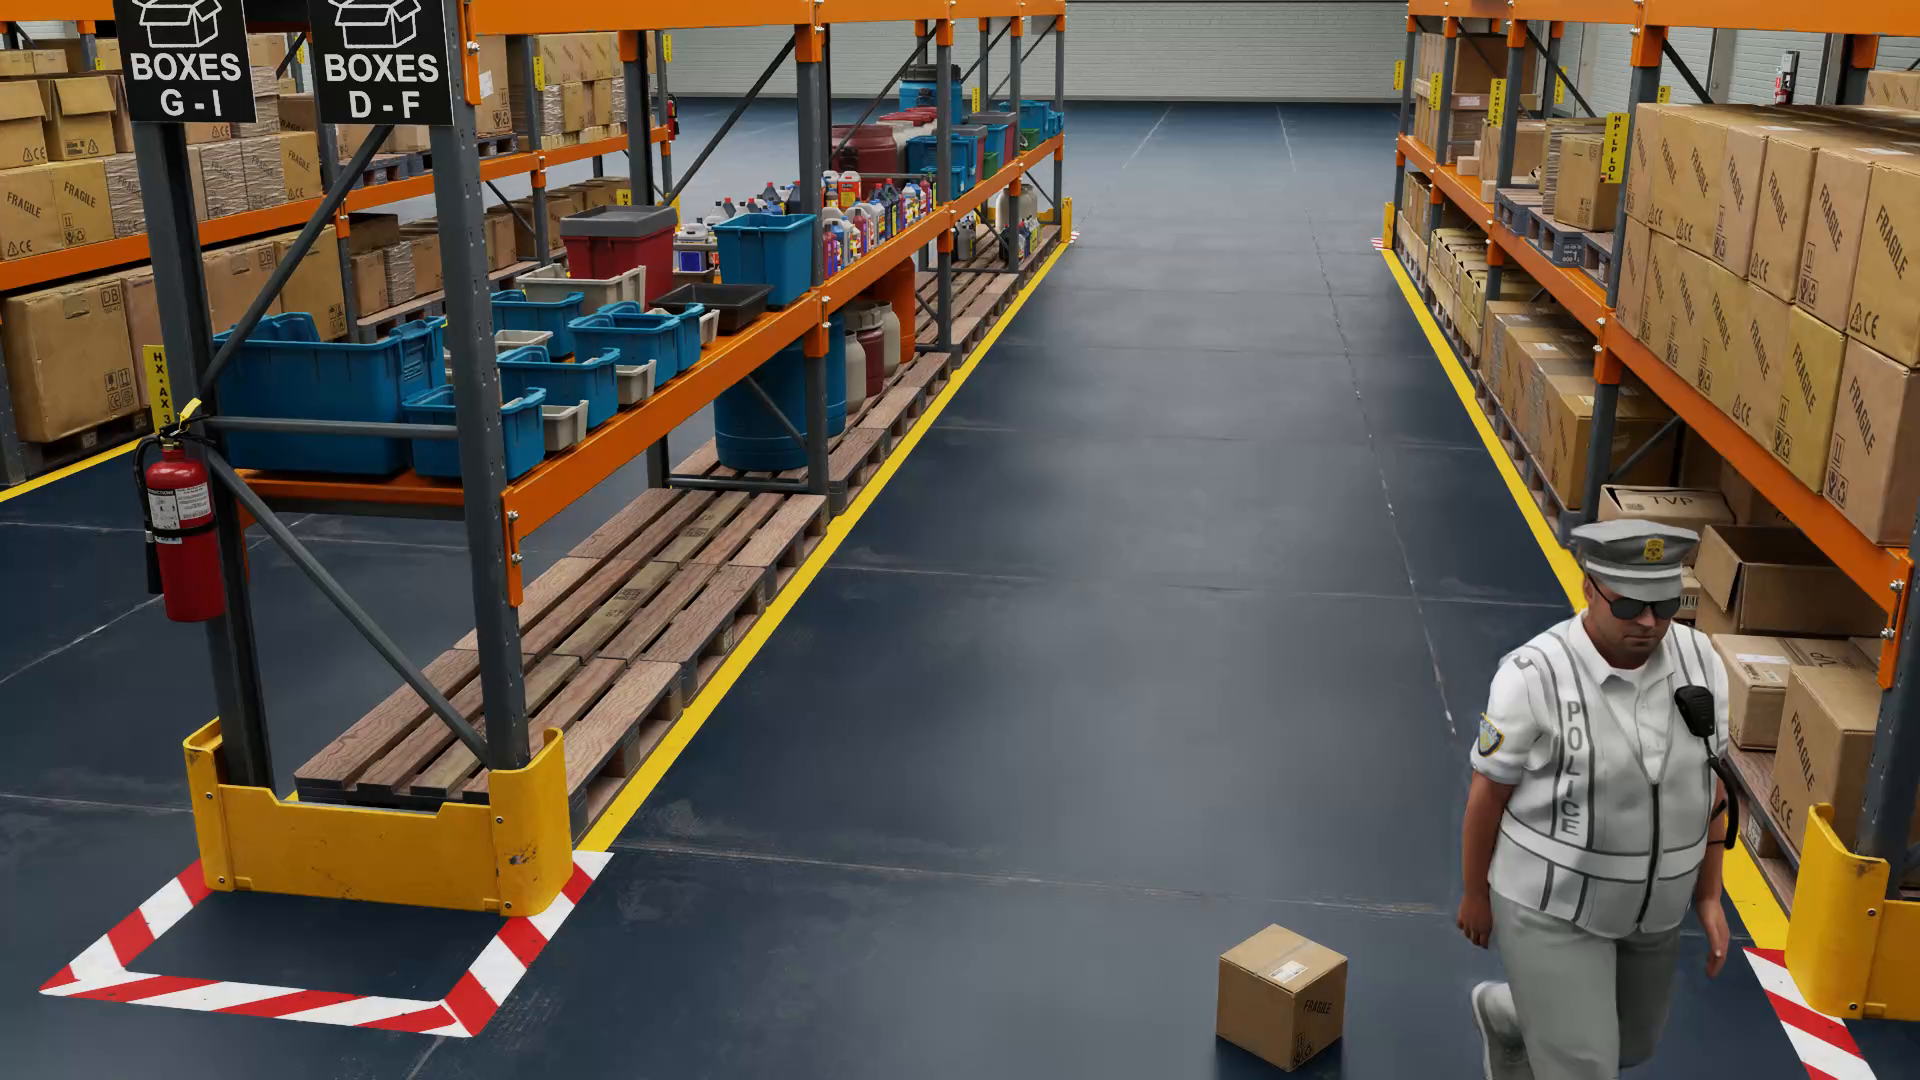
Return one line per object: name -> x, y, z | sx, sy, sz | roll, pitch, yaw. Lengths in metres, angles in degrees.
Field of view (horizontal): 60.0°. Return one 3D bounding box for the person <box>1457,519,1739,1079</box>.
person -> 1.362, 0.742, 3.673 | 0.536, 1.713, 0.906 | -5, 18, -15
